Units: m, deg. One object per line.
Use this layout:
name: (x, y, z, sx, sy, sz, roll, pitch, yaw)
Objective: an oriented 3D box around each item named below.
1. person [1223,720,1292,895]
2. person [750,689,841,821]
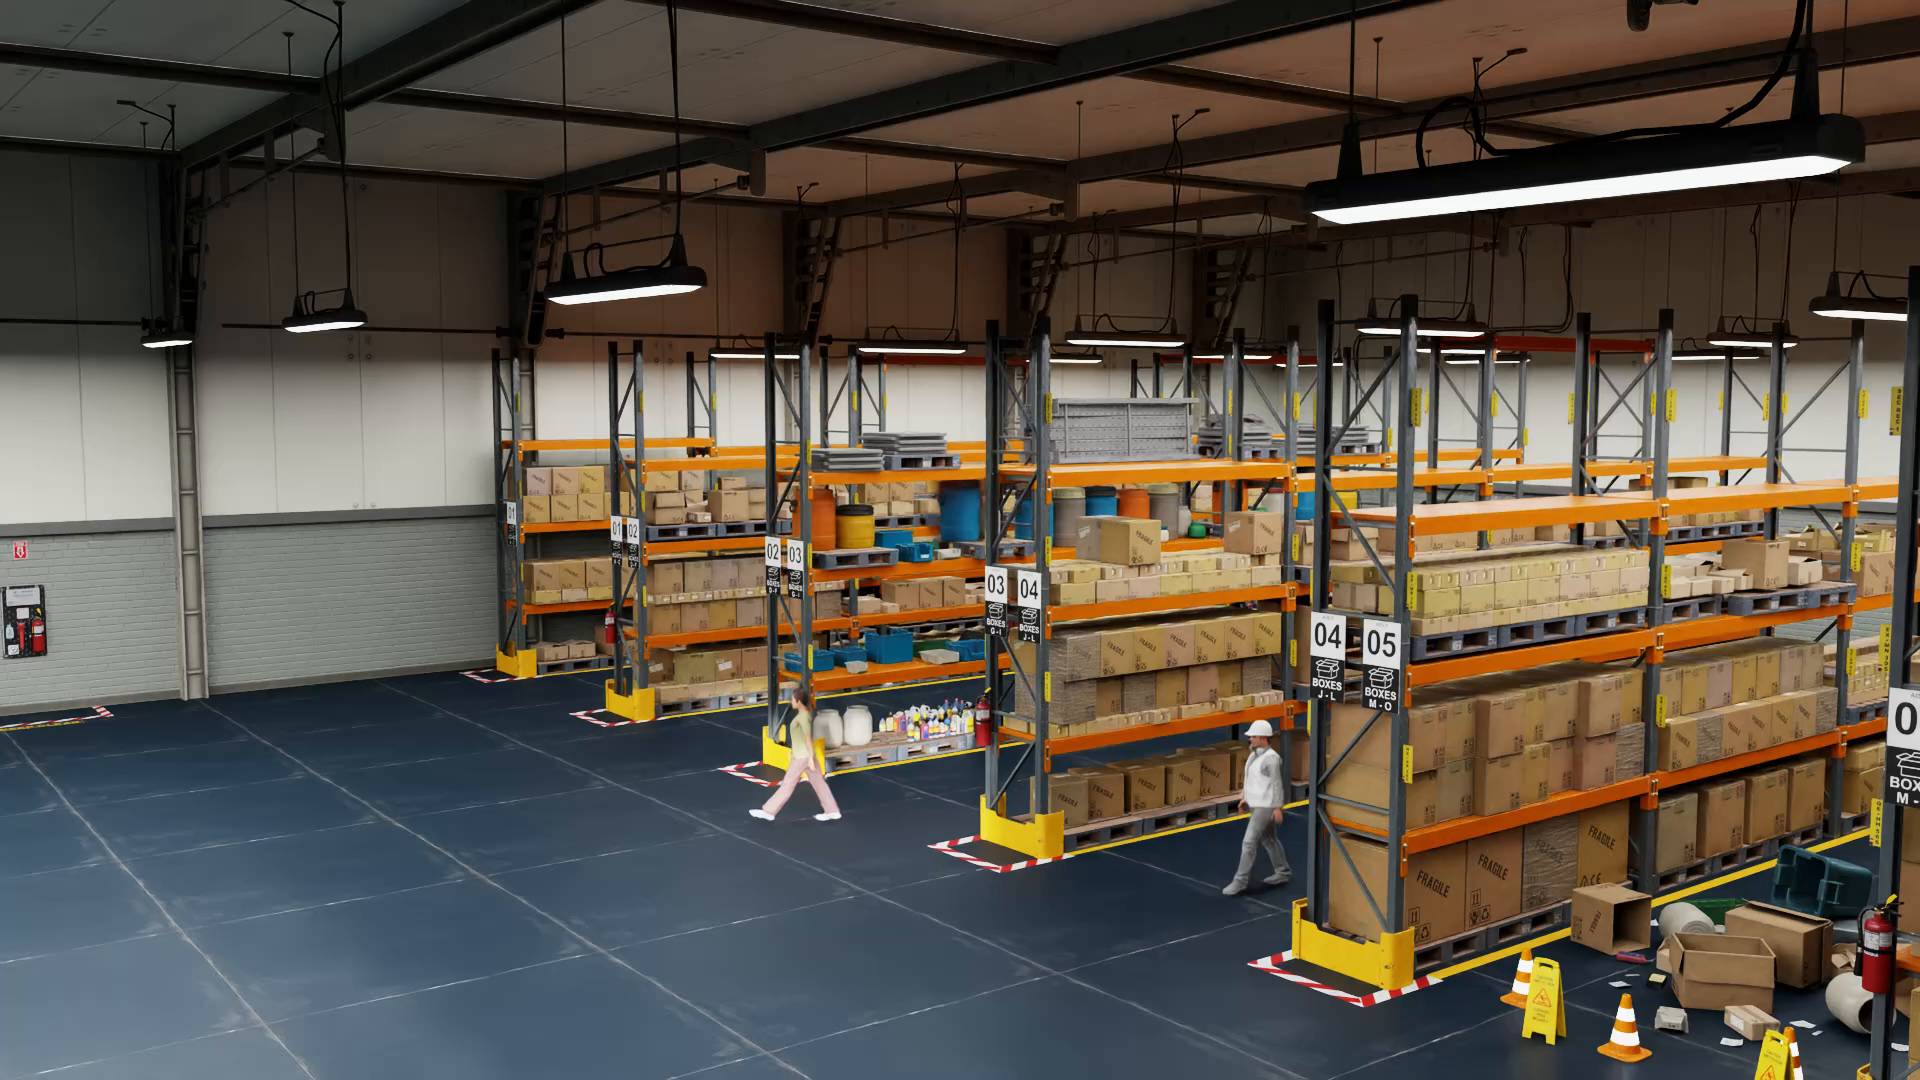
person: (3.092, 2.754, 17.361, 0.845, 1.747, 0.573, -1, 5, -8)
person: (-1.974, 2.582, 20.021, 1.070, 1.611, 0.472, 1, 5, 7)
